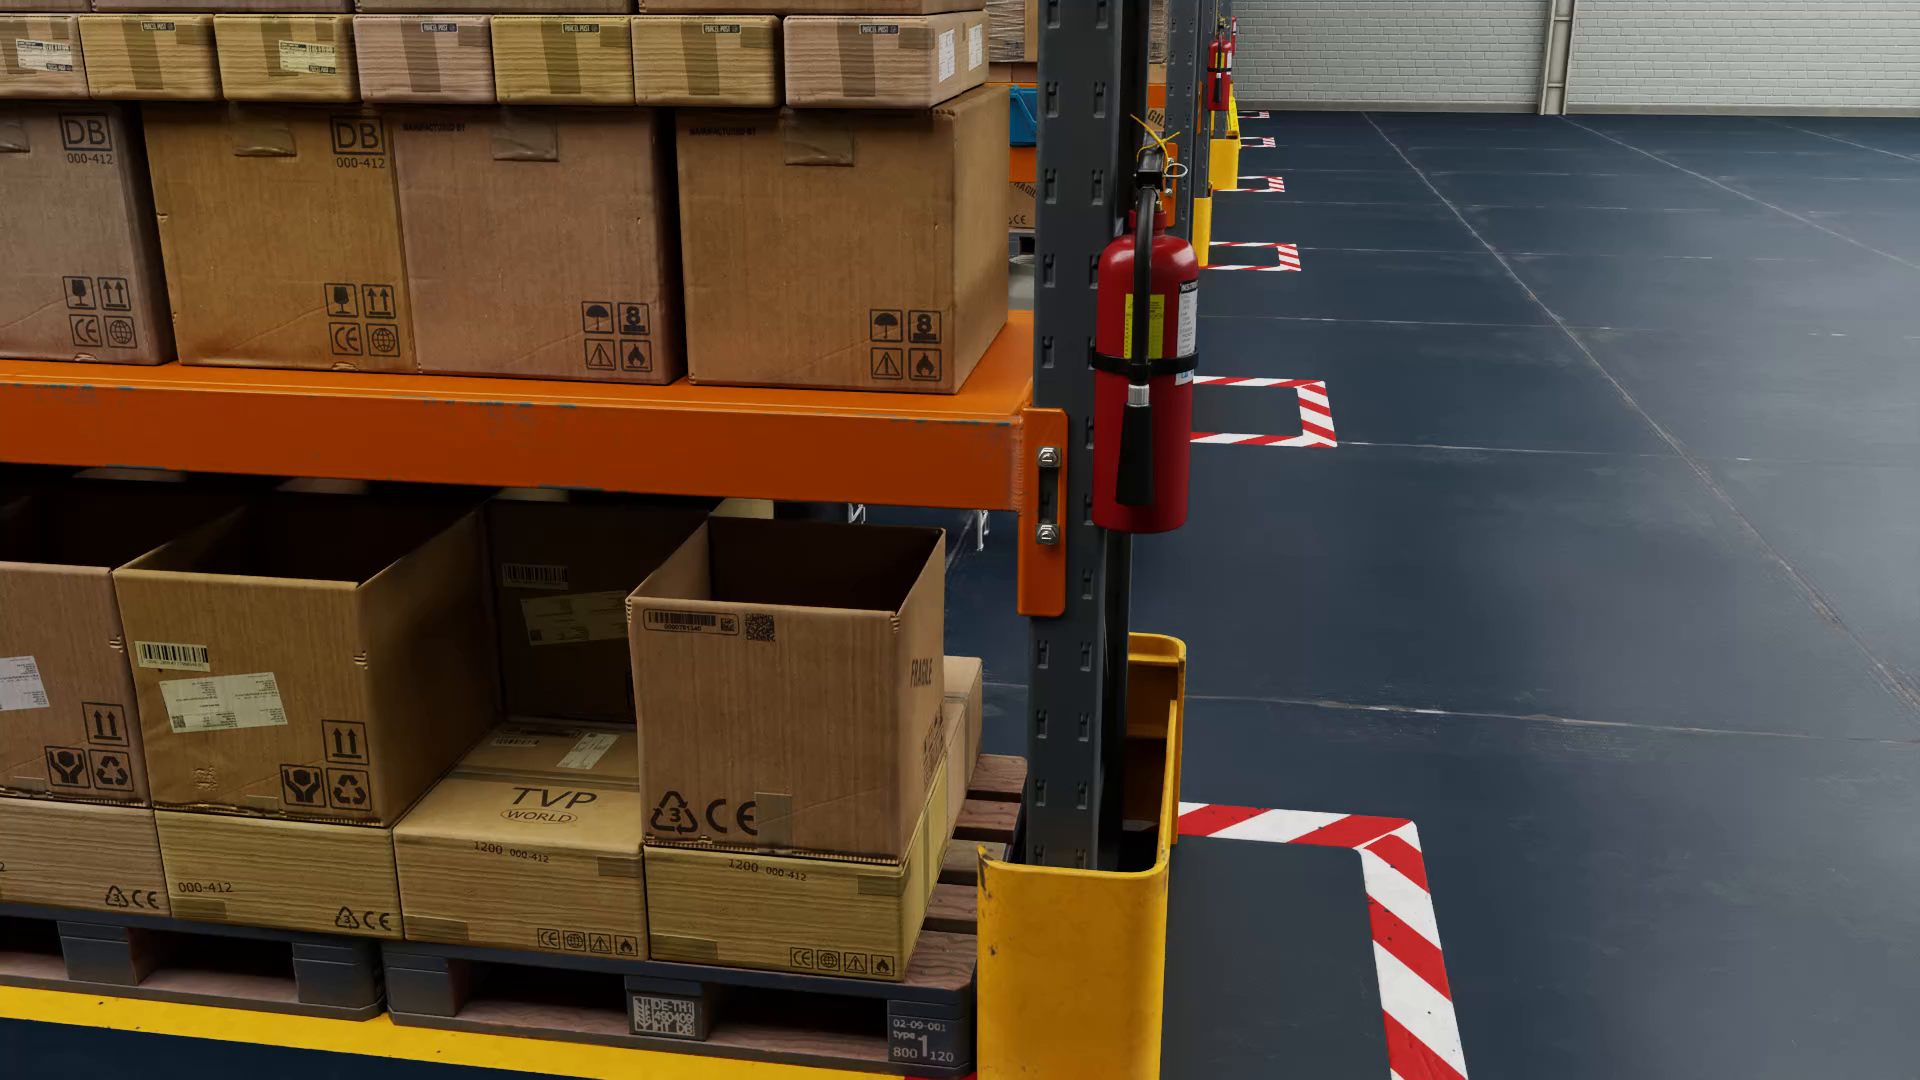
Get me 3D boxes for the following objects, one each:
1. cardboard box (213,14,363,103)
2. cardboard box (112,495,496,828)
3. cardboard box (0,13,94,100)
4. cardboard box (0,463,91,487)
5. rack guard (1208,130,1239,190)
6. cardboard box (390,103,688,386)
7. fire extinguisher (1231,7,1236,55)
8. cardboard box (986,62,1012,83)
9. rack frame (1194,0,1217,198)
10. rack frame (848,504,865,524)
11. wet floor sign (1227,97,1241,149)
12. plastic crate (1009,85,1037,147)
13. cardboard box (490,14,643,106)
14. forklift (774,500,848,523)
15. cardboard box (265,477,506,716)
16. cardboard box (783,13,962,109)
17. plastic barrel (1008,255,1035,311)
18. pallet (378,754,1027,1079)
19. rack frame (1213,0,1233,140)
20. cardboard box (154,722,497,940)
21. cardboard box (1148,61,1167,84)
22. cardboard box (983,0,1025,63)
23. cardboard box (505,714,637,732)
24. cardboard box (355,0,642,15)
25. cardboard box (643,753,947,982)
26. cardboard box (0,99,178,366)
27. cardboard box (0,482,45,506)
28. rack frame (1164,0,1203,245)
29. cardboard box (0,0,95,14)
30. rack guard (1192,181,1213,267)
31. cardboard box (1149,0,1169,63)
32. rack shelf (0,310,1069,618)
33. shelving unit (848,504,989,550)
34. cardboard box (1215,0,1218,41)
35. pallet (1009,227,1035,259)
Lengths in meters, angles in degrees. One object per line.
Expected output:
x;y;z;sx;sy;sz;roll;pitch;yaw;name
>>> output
-1.164;-0.908;3.111;0.250;0.149;0.380;4;19;10;cardboard box
-1.304;0.228;3.384;0.500;0.500;0.500;3;19;9;cardboard box
-1.677;-0.934;3.186;0.250;0.149;0.380;3;19;8;cardboard box
-2.209;0.014;4.024;0.500;0.500;0.500;3;19;9;cardboard box
2.747;-4.007;17.492;0.348;0.500;1.175;3;19;9;rack guard
-0.716;-0.642;3.336;0.500;0.500;0.700;3;19;10;cardboard box
3.449;-6.563;21.312;0.183;0.674;0.296;3;19;9;fire extinguisher
0.286;-3.533;12.532;0.250;0.149;0.380;3;19;9;cardboard box
1.837;-3.645;12.470;0.127;3.000;1.000;3;19;9;rack frame
-0.395;-0.589;6.171;0.015;1.200;0.240;3;19;8;rack frame
3.427;-5.288;21.092;0.232;0.644;0.267;10;21;27;wet floor sign
0.510;-1.954;7.651;0.616;0.251;0.499;3;19;9;plastic crate
-0.657;-0.882;3.032;0.250;0.149;0.380;3;19;8;cardboard box
-1.948;-1.399;5.865;3.031;2.935;1.130;0;19;1;forklift
-1.222;0.065;3.871;0.500;0.500;0.500;3;19;9;cardboard box
-0.145;-0.856;2.955;0.250;0.149;0.380;3;19;8;cardboard box
0.389;-1.122;8.188;0.421;0.512;0.421;0;18;0;plastic barrel
-0.500;0.755;3.713;1.213;0.211;1.003;3;19;9;pallet
2.723;-5.194;17.099;0.127;3.000;1.000;3;19;9;rack frame
-1.304;0.583;3.506;0.500;0.250;0.500;3;19;9;cardboard box
1.523;-3.476;12.359;0.250;0.149;0.380;3;19;9;cardboard box
0.299;-3.896;12.594;0.500;0.500;0.875;3;19;9;cardboard box
-0.726;0.442;3.925;0.500;0.250;0.500;3;19;9;cardboard box
-0.769;-1.259;3.137;0.500;0.500;0.700;2;19;7;cardboard box
-0.314;0.629;3.368;0.500;0.250;0.500;3;19;9;cardboard box
-1.726;-0.694;3.491;0.500;0.500;0.700;3;19;10;cardboard box
-2.292;0.178;3.534;0.500;0.500;0.500;3;19;9;cardboard box
1.051;-2.093;7.832;0.127;3.000;1.000;3;19;9;rack frame
-1.762;-1.310;3.288;0.500;0.500;0.700;3;19;9;cardboard box
1.762;-2.463;12.878;0.348;0.500;1.175;3;19;9;rack guard
1.298;-3.870;12.515;0.500;0.500;0.875;3;19;9;cardboard box
-1.713;-0.301;3.610;4.000;0.370;1.077;3;19;9;rack shelf
-0.153;-0.579;6.139;0.503;1.200;0.258;3;19;8;shelving unit
2.350;-5.269;17.088;0.550;0.550;0.875;3;19;9;cardboard box
0.965;-2.378;13.079;1.213;0.211;1.003;3;19;9;pallet
